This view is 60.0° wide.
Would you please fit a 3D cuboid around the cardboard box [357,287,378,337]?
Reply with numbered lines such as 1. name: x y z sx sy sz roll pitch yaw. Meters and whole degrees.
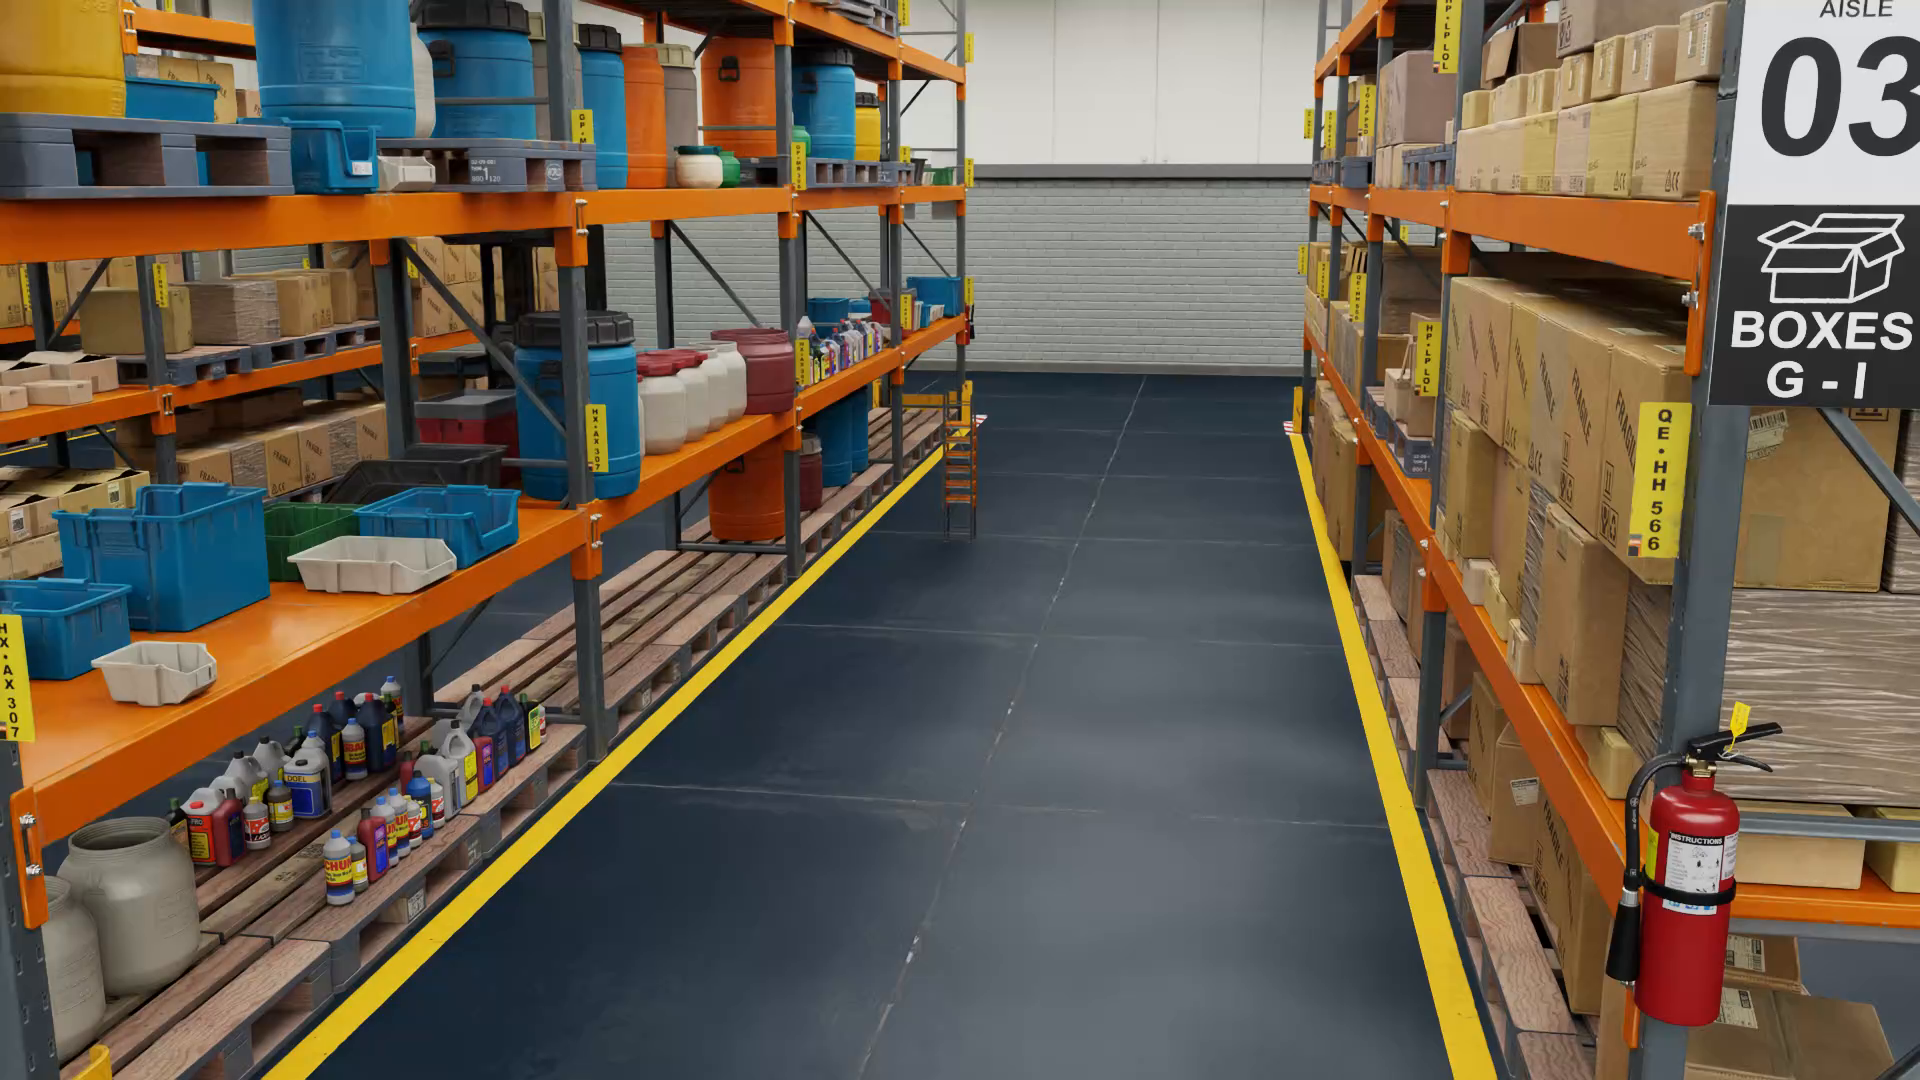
1. cardboard box: -6.125 -2.361 17.092 0.500 0.500 0.500 2 12 10

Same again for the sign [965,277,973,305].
1. sign: 0.107 -2.937 19.612 0.100 0.325 0.005 2 12 9

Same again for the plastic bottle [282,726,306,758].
1. plastic bottle: -2.915 0.966 7.292 0.061 0.283 0.133 2 12 11

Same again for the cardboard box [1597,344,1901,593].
1. cardboard box: 1.834 -0.186 3.918 0.500 0.500 0.500 2 12 9

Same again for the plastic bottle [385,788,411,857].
1. plastic bottle: -2.245 1.119 6.615 0.097 0.271 0.097 0 12 0

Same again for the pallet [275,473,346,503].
1. pallet: -6.221 -0.411 14.902 1.003 0.211 1.213 2 12 9

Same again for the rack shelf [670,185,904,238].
1. rack shelf: -1.362 -2.737 13.661 1.077 0.370 4.000 2 12 9

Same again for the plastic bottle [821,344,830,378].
1. plastic bottle: -1.097 -1.438 13.353 0.097 0.271 0.097 0 12 0

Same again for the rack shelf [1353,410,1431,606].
1. rack shelf: 2.917 -0.277 9.368 1.077 0.370 4.000 2 12 9

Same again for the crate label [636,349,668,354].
1. crate label: -2.090 -1.025 11.046 0.502 0.435 0.616 2 12 9

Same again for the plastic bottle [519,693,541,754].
1. plastic bottle: -2.033 0.850 7.831 0.061 0.283 0.133 3 12 11

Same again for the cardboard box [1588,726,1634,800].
1. cardboard box: 1.860 0.571 4.321 0.380 0.149 0.250 2 12 9

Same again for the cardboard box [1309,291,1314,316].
1. cardboard box: 3.960 -2.479 17.525 0.500 0.250 0.500 1 12 7

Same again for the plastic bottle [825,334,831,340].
1. plastic bottle: -1.112 -1.626 14.224 0.097 0.271 0.097 0 12 0

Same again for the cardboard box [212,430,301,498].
1. cardboard box: -6.054 -0.659 14.321 0.500 0.500 0.500 2 12 8

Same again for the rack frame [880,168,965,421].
1. rack frame: -0.439 -2.871 19.697 1.000 3.000 0.127 2 12 9

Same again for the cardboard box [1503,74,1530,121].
1. cardboard box: 2.096 -1.525 5.737 0.380 0.149 0.250 2 12 8

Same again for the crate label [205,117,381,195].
1. crate label: -2.286 -1.313 5.700 0.502 0.251 0.408 2 12 9

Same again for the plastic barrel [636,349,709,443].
1. plastic barrel: -1.742 -0.875 10.109 0.433 0.535 0.433 0 12 0

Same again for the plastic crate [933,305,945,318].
1. plastic crate: -0.386 -2.596 18.903 0.396 0.136 0.243 2 12 9

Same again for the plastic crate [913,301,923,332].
1. plastic crate: -0.638 -2.322 17.286 0.437 0.282 0.530 2 12 9

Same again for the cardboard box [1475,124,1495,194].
1. cardboard box: 2.211 -1.410 6.153 0.500 0.250 0.500 2 12 8

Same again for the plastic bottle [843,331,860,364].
1. plastic bottle: -0.950 -1.676 14.447 0.152 0.276 0.135 2 12 9

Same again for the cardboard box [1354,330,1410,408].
1. cardboard box: 3.055 -1.205 11.728 0.500 0.500 0.500 2 12 10

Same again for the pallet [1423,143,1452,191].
1. pallet: 2.809 -1.712 7.645 1.213 0.211 1.003 2 12 9

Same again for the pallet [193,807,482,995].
1. pallet: -2.615 1.383 6.575 1.003 0.211 1.213 2 12 9

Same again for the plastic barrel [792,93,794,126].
1. plastic barrel: -1.546 -3.318 13.330 0.433 0.535 0.433 0 12 0

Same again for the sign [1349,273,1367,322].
1. sign: 2.675 -1.629 11.183 0.100 0.325 0.005 2 12 9

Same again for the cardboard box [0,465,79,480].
1. cardboard box: -6.934 -0.403 12.442 0.500 0.311 0.500 2 12 11

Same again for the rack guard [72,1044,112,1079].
1. rack guard: -2.935 1.664 4.586 1.175 0.500 0.348 2 12 9

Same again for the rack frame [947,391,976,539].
1. rack frame: 0.012 -0.603 13.441 0.240 1.200 0.006 2 12 9

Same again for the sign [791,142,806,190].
1. sign: -1.125 -2.605 11.588 0.100 0.325 0.005 2 12 9

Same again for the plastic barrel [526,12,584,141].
1. plastic barrel: -2.321 -2.334 8.892 0.600 0.901 0.600 0 12 0

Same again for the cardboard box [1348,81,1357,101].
1. cardboard box: 4.134 -4.427 16.542 0.500 0.250 0.500 1 12 7

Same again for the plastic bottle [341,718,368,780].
1. plastic bottle: -2.722 0.934 7.471 0.097 0.271 0.097 0 12 0

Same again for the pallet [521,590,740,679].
1. pallet: -2.017 0.570 10.346 1.003 0.211 1.213 2 12 9

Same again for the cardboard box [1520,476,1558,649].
1. cardboard box: 2.184 0.101 4.960 0.875 0.500 0.500 2 12 9

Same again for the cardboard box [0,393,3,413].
1. cardboard box: -6.805 -1.066 11.084 0.500 0.500 0.500 1 12 6

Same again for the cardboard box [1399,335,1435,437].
1. cardboard box: 2.784 -0.832 8.994 0.797 0.503 0.637 3 13 14

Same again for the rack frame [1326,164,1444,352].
1. rack frame: 3.840 -1.878 15.088 1.000 3.000 0.127 2 12 9

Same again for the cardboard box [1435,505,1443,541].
1. cardboard box: 2.279 -0.055 7.225 0.380 0.149 0.250 2 12 9

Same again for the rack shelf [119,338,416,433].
1. rack shelf: -6.256 -1.432 14.725 1.077 0.370 4.000 2 12 9

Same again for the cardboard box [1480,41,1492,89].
1. cardboard box: 2.923 -2.226 8.339 0.797 0.503 0.637 2 12 11

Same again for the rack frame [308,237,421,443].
1. rack frame: -5.948 -2.200 16.581 1.000 3.000 0.127 2 12 9

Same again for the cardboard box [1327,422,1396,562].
1. cardboard box: 3.351 -0.355 12.068 1.225 0.875 0.875 1 12 6

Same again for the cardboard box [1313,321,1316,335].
1. cardboard box: 3.800 -2.150 16.946 0.380 0.149 0.250 2 12 10

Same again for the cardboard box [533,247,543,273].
1. cardboard box: -5.207 -3.363 19.370 0.500 0.500 0.500 2 12 10

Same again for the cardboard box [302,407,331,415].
1. cardboard box: -6.335 -0.989 15.851 0.500 0.500 0.500 2 12 9

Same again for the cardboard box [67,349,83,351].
1. cardboard box: -10.532 -2.219 20.065 0.380 0.149 0.250 2 12 9

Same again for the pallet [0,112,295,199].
1. pallet: -2.676 -1.084 4.730 1.003 0.211 1.213 2 12 9

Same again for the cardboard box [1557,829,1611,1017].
1. cardboard box: 2.280 1.252 5.501 0.500 0.500 0.500 3 13 14

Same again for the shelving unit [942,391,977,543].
1. shelving unit: -0.002 -0.584 13.353 0.258 1.200 0.189 2 12 9

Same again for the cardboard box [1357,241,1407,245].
1. cardboard box: 4.639 -3.040 18.347 0.500 0.500 0.500 2 12 9

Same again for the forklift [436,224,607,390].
1. forklift: -3.790 -1.719 14.511 1.130 2.935 3.031 4 13 17
